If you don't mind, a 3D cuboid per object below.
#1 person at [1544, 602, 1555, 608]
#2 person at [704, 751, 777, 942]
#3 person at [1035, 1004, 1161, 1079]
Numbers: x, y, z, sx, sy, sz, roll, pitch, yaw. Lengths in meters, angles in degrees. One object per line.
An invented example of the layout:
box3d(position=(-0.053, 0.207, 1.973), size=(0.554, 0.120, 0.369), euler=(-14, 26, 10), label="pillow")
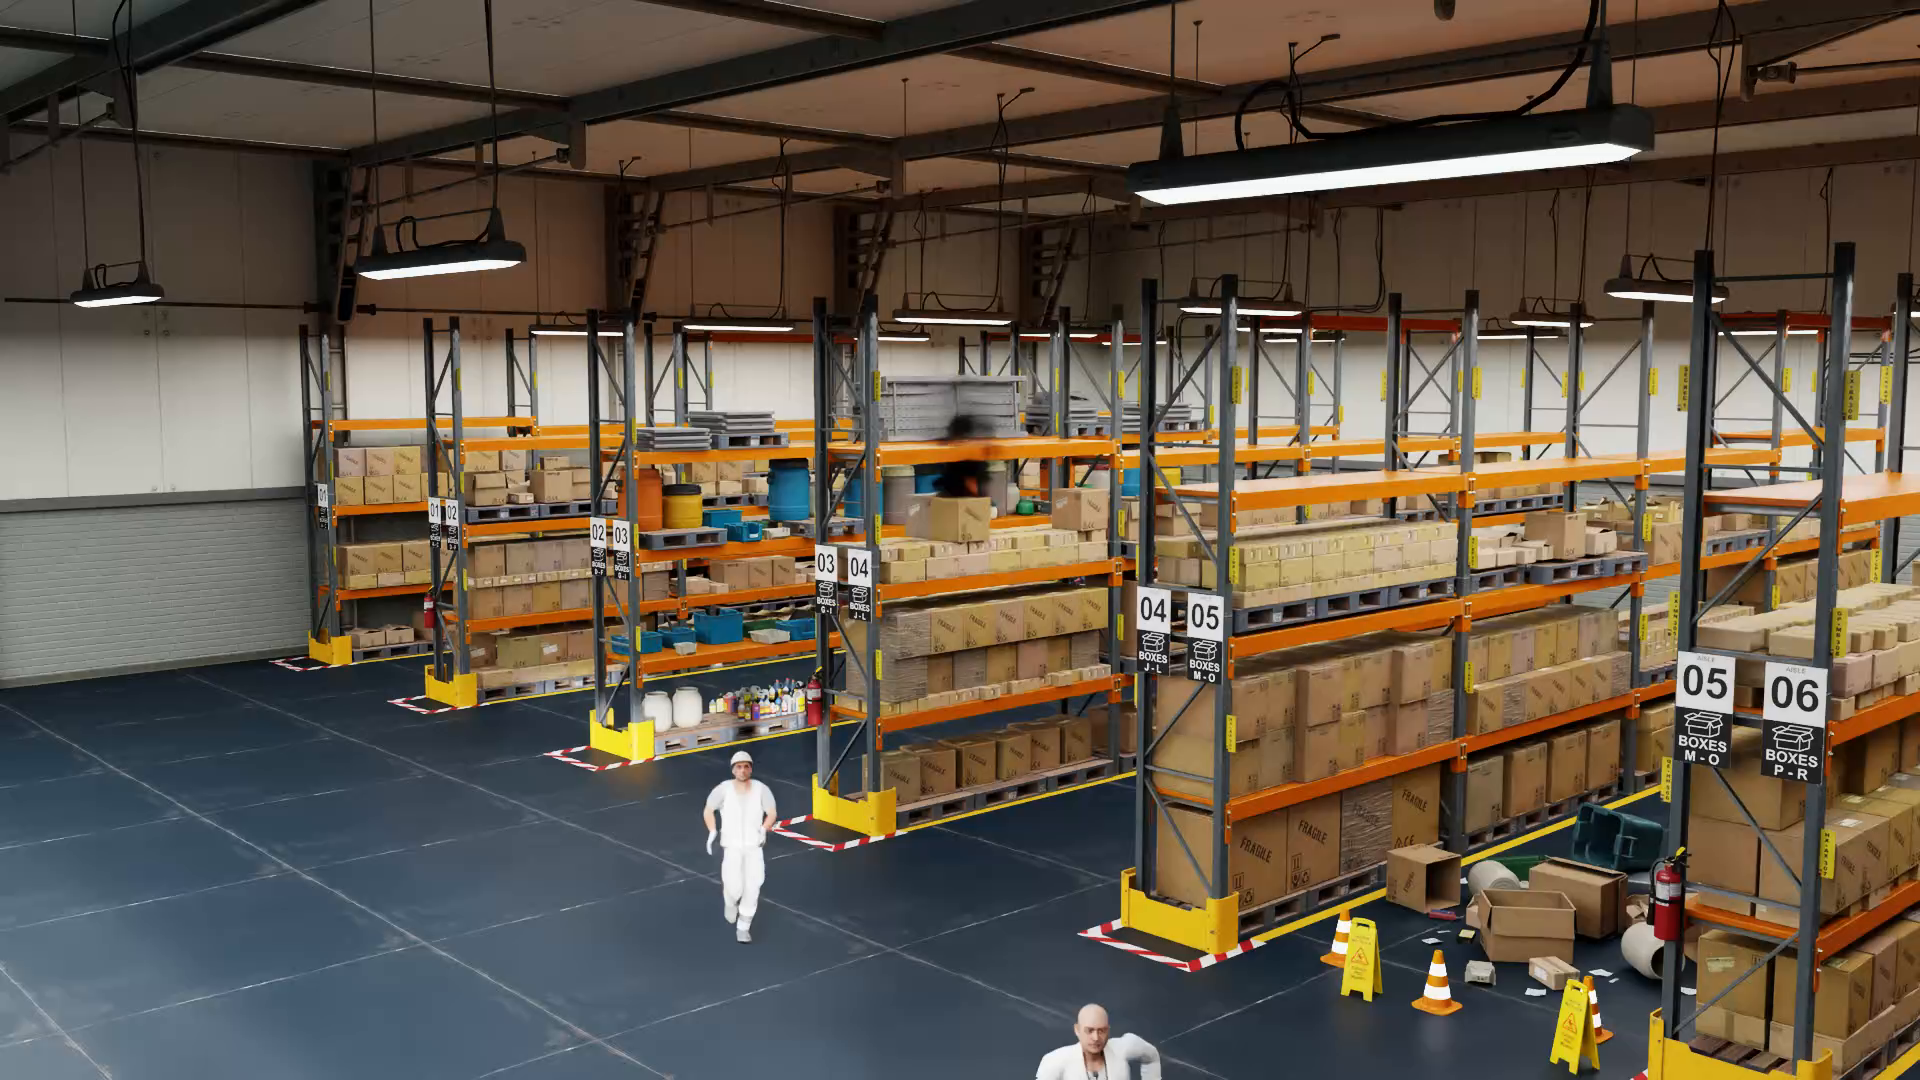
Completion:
box3d(position=(9.027, 1.771, 25.497), size=(0.610, 1.649, 0.920), euler=(4, 7, 37), label="person")
box3d(position=(-1.973, 2.779, 15.088), size=(0.656, 1.738, 0.592), euler=(-1, 6, -14), label="person")
box3d(position=(0.754, 3.373, 9.090), size=(0.751, 1.781, 0.893), euler=(0, 6, 0), label="person")
